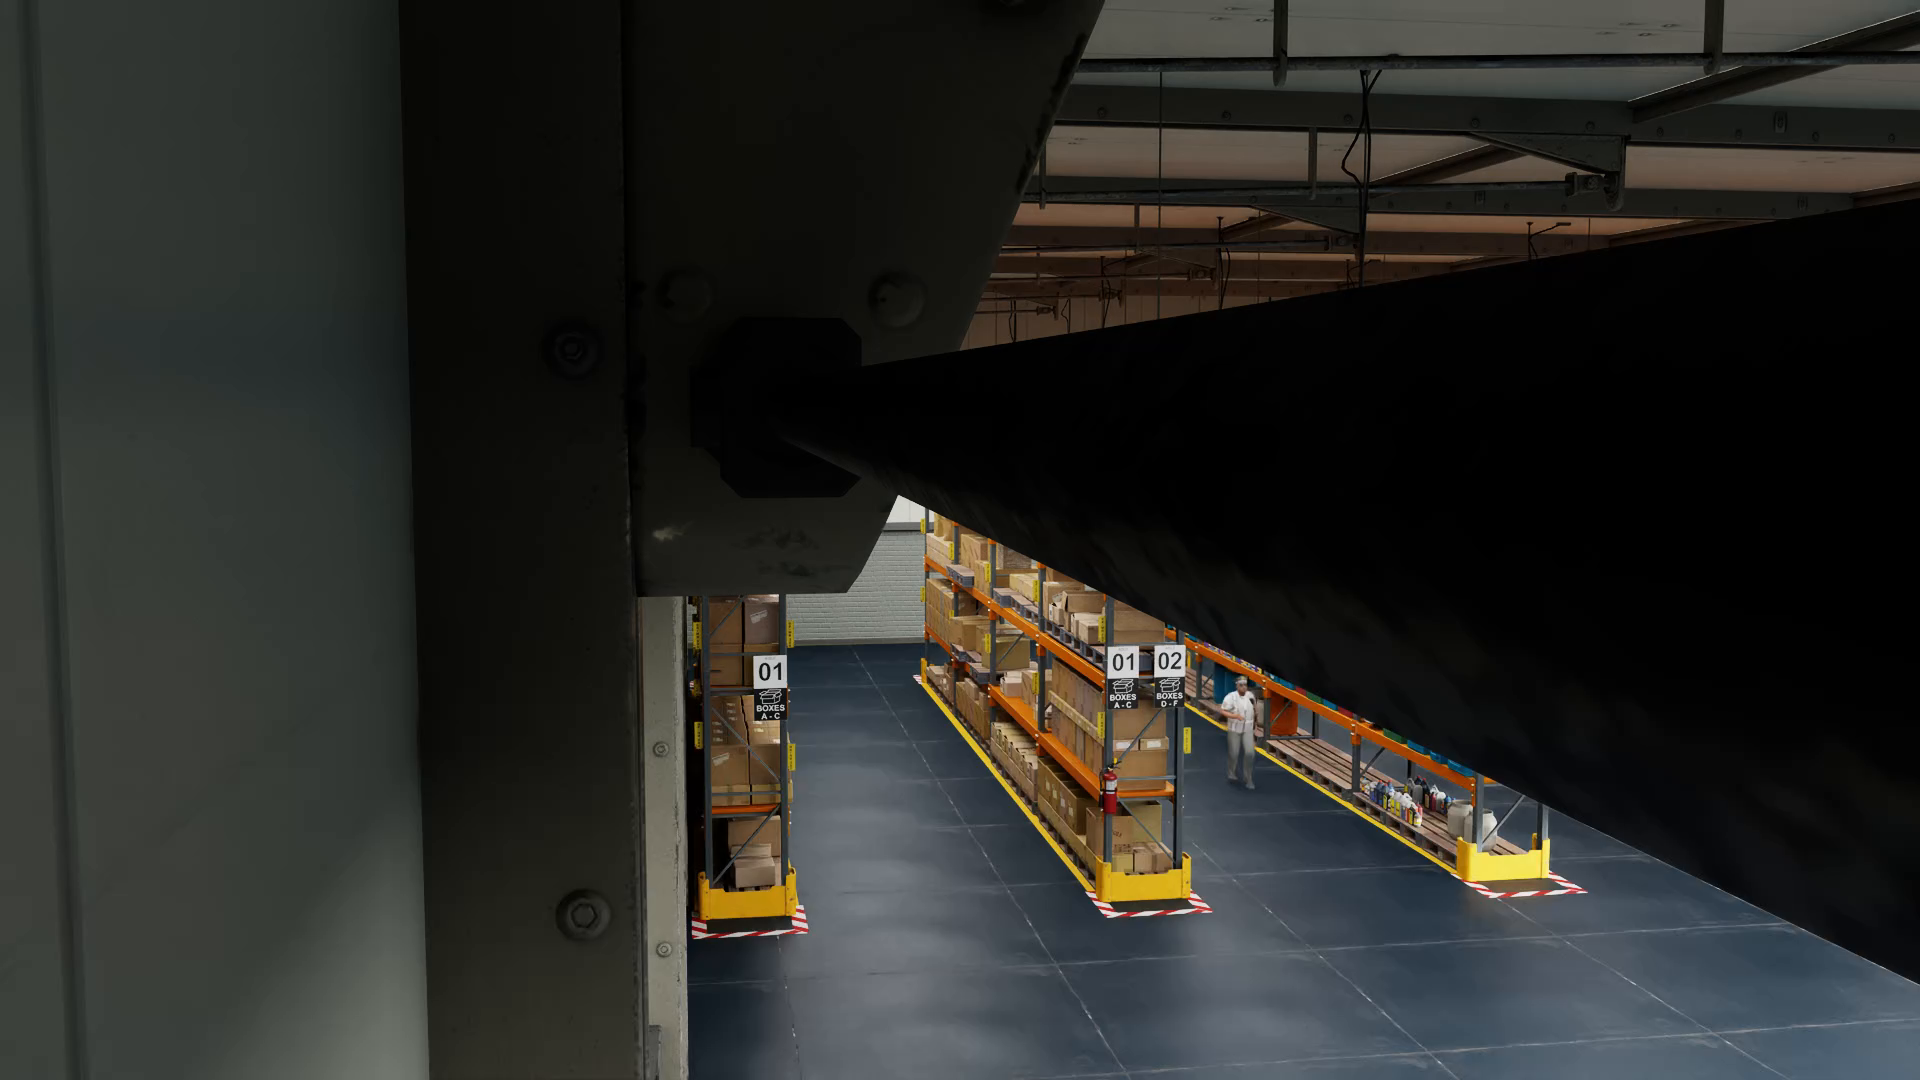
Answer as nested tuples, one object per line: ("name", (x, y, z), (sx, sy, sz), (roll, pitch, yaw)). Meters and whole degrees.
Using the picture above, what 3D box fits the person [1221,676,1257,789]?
("person", (4.520, 3.100, 26.883), (0.645, 1.855, 0.774), (-1, 5, -6))
